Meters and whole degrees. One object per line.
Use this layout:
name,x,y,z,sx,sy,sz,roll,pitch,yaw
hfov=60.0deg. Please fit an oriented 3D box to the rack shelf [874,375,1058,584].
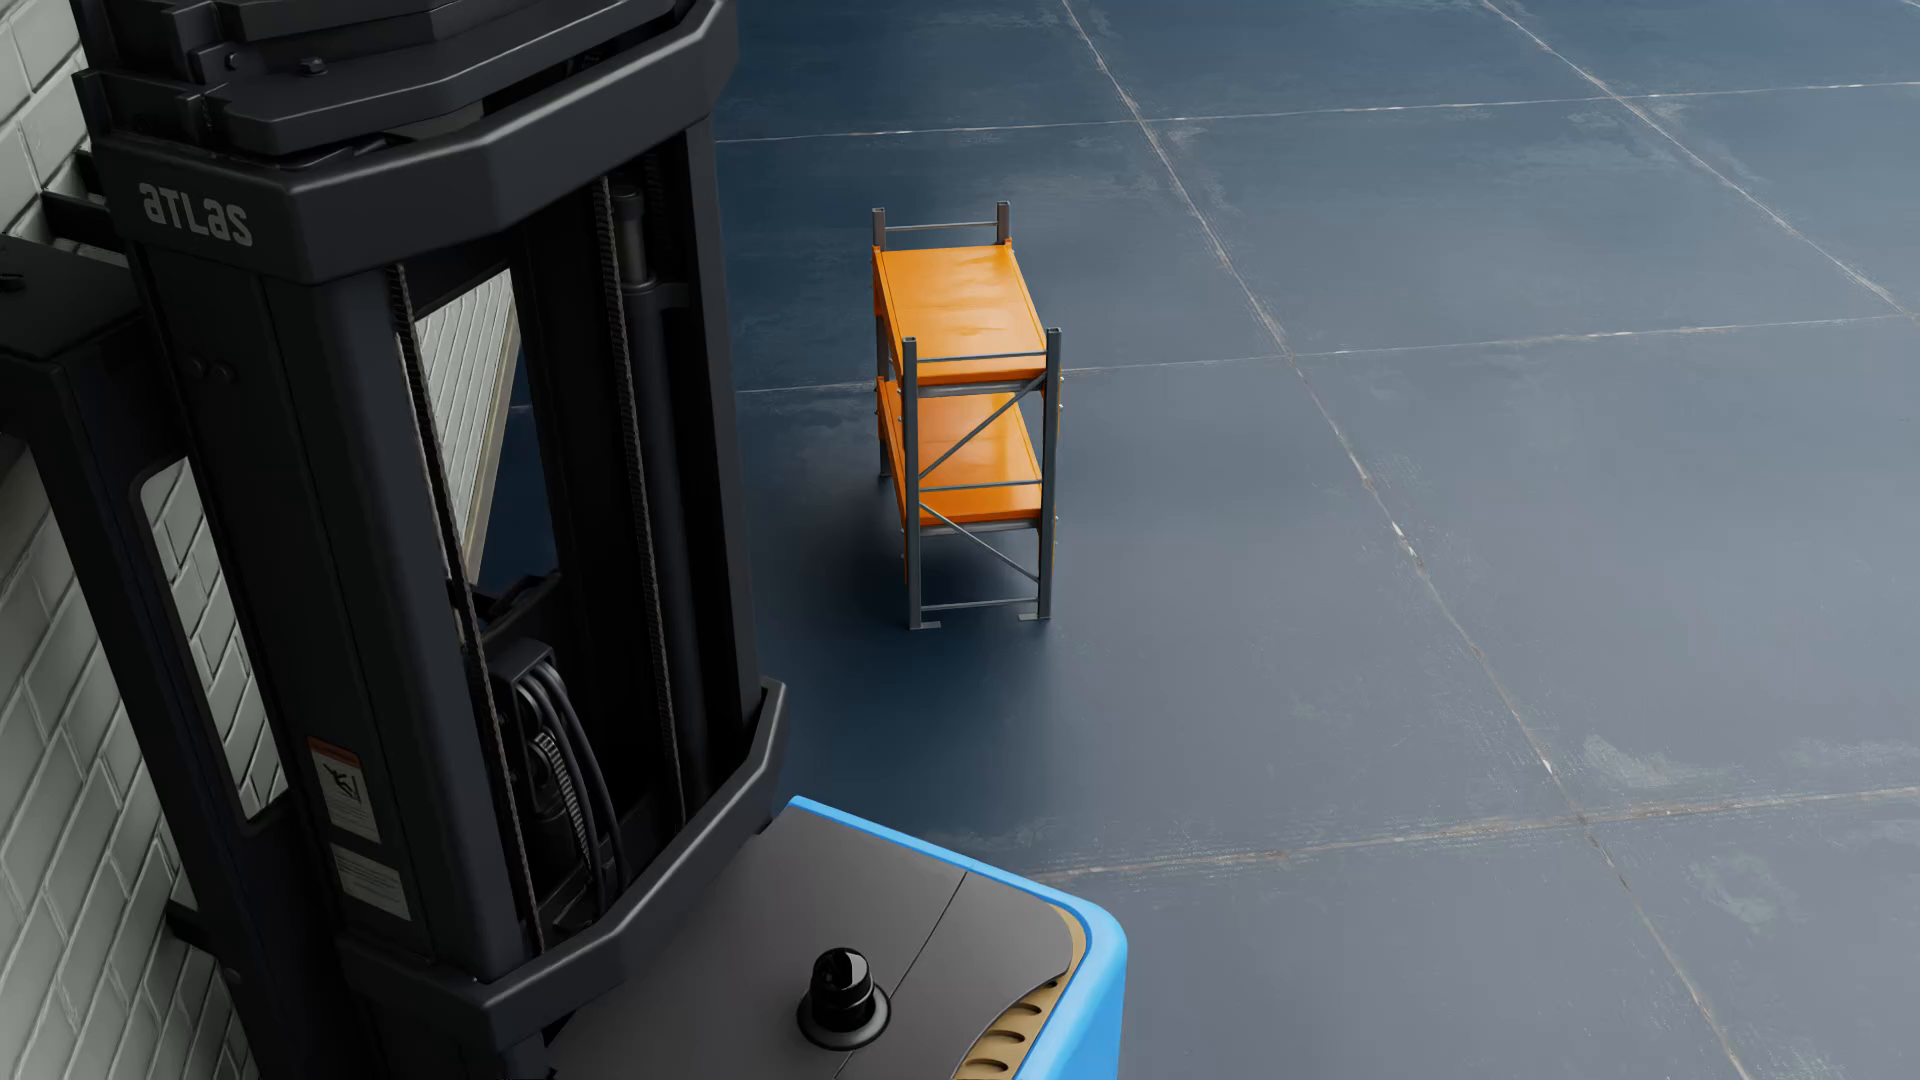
rack shelf,0.001,-0.259,6.065,0.538,0.278,1.000,-4,35,-6

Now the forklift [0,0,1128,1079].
forklift,-1.207,0.278,3.239,3.031,2.935,1.130,16,37,22

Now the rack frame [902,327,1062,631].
rack frame,0.069,-0.177,5.511,0.500,1.125,0.032,-4,35,-6

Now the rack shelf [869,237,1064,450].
rack shelf,0.001,-0.703,5.763,0.538,0.278,1.000,-4,35,-6

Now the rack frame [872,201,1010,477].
rack frame,-0.067,-0.745,6.344,0.500,1.125,0.032,-4,35,-6

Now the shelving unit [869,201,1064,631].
shelving unit,0.001,-0.461,5.928,0.538,1.125,1.048,-4,35,-6

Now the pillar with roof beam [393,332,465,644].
pillar with roof beam,2.857,-2.946,2.583,9.100,9.000,0.400,-4,35,-6
